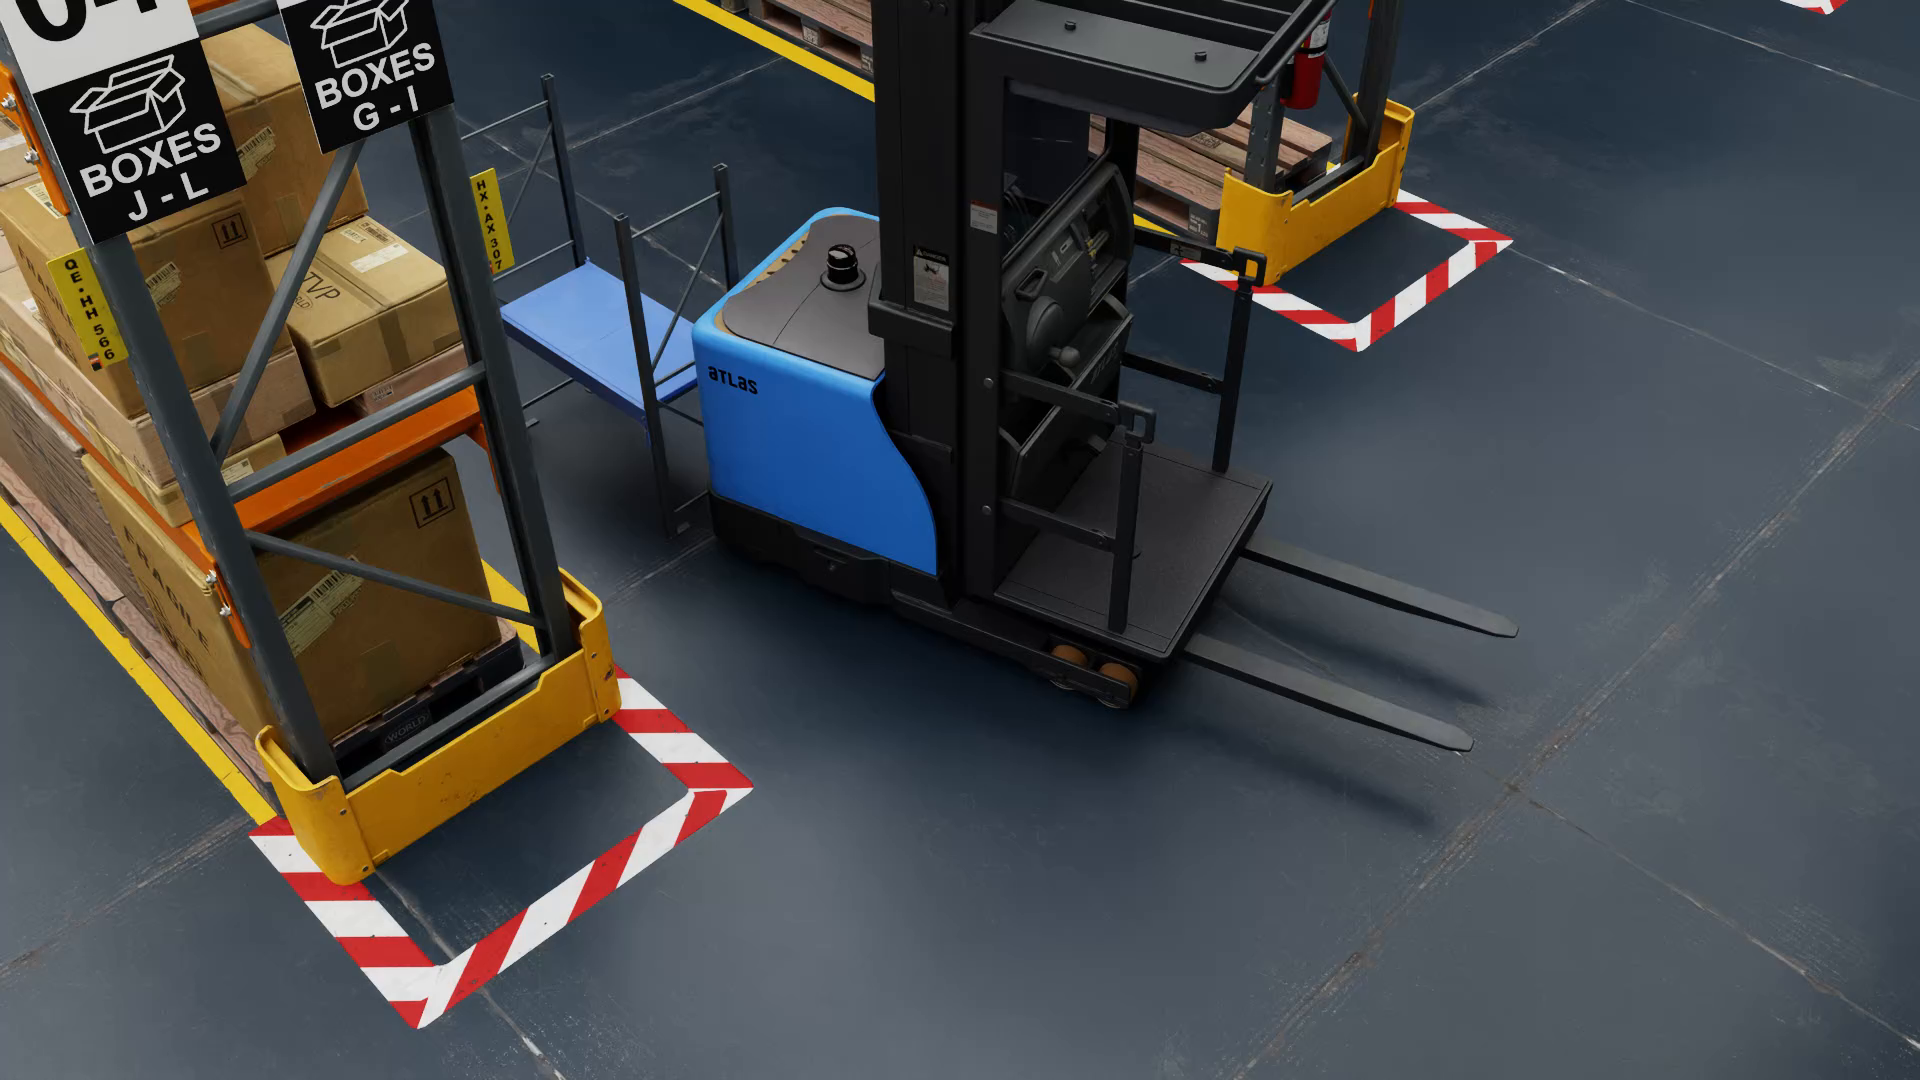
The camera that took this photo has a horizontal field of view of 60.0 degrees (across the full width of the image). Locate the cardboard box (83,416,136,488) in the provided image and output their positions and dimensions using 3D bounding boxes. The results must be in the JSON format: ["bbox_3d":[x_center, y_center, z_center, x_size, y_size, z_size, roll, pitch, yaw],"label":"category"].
[{"bbox_3d":[-2.434,-0.356,5.110,0.380,0.149,0.250,-34,52,-31],"label":"cardboard box"}]

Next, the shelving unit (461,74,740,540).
[{"bbox_3d":[-1.393,-0.914,6.634,1.048,1.500,0.538,32,51,30],"label":"shelving unit"}]

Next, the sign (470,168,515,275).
[{"bbox_3d":[-1.368,-0.921,4.840,0.100,0.325,0.005,-34,53,-31],"label":"sign"}]

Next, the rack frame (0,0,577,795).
[{"bbox_3d":[-1.765,-0.311,4.876,1.000,3.000,0.127,-34,53,-31],"label":"rack frame"}]

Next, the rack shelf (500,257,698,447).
[{"bbox_3d":[-1.393,-0.782,6.756,1.000,0.185,0.538,32,51,30],"label":"rack shelf"}]

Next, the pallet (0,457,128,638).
[{"bbox_3d":[-3.242,-0.220,6.832,1.003,0.211,1.213,-34,53,-31],"label":"pallet"}]

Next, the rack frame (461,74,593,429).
[{"bbox_3d":[-1.768,-1.147,6.886,0.032,1.500,0.500,32,51,30],"label":"rack frame"}]

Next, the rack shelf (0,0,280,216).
[{"bbox_3d":[-3.177,-2.109,5.142,1.077,0.370,4.000,-34,53,-31],"label":"rack shelf"}]

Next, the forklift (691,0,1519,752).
[{"bbox_3d":[0.552,-0.877,5.539,3.031,2.935,1.130,20,46,20],"label":"forklift"}]

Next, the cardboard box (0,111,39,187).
[{"bbox_3d":[-3.383,-1.208,5.738,0.500,0.250,0.500,-34,52,-31],"label":"cardboard box"}]

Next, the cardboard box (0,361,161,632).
[{"bbox_3d":[-2.916,-0.391,6.219,0.875,0.875,0.875,-34,53,-31],"label":"cardboard box"}]

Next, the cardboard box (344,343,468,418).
[{"bbox_3d":[-1.782,-0.547,5.317,0.380,0.149,0.250,-33,52,-31],"label":"cardboard box"}]

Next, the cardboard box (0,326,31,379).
[{"bbox_3d":[-2.972,-0.722,5.506,0.250,0.149,0.380,33,52,31],"label":"cardboard box"}]

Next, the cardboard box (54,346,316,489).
[{"bbox_3d":[-2.295,-0.471,4.941,0.500,0.250,0.500,33,52,31],"label":"cardboard box"}]

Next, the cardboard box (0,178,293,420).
[{"bbox_3d":[-2.295,-0.749,4.689,0.500,0.500,0.500,-33,52,-31],"label":"cardboard box"}]

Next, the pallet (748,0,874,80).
[{"bbox_3d":[-0.536,-3.248,10.109,1.003,0.211,1.213,-34,53,-31],"label":"pallet"}]

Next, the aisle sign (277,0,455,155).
[{"bbox_3d":[-1.502,-1.375,4.112,0.394,0.787,0.004,-34,53,-31],"label":"aisle sign"}]

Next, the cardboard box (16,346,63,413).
[{"bbox_3d":[-2.787,-0.598,5.372,0.380,0.149,0.250,-33,52,-31],"label":"cardboard box"}]

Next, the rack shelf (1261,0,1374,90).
[{"bbox_3d":[0.329,-3.382,8.729,1.077,0.370,4.000,-34,53,-31],"label":"rack shelf"}]

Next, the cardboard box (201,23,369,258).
[{"bbox_3d":[-2.266,-1.241,5.221,0.500,0.500,0.500,33,52,30],"label":"cardboard box"}]

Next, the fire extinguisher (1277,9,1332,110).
[{"bbox_3d":[1.526,-2.229,7.284,0.296,0.674,0.183,-34,53,-31],"label":"fire extinguisher"}]

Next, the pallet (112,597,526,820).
[{"bbox_3d":[-2.385,0.367,6.198,1.003,0.211,1.213,-34,53,-31],"label":"pallet"}]

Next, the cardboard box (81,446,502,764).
[{"bbox_3d":[-2.274,0.046,5.746,0.875,0.875,0.875,-34,53,-31],"label":"cardboard box"}]

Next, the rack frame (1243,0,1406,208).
[{"bbox_3d":[1.742,-2.685,7.445,1.000,3.000,0.127,-34,53,-31],"label":"rack frame"}]

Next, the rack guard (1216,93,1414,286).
[{"bbox_3d":[1.768,-1.761,8.288,1.175,0.500,0.348,-34,53,-31],"label":"rack guard"}]

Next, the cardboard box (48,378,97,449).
[{"bbox_3d":[-2.612,-0.478,5.242,0.380,0.149,0.250,-34,52,-31],"label":"cardboard box"}]

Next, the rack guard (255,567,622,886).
[{"bbox_3d":[-1.748,0.619,5.712,1.175,0.500,0.348,-34,53,-31],"label":"rack guard"}]

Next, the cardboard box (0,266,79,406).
[{"bbox_3d":[-2.653,-0.715,5.205,0.500,0.250,0.500,33,52,31],"label":"cardboard box"}]

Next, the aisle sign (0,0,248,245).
[{"bbox_3d":[-1.927,-1.087,3.801,0.394,0.787,0.004,-34,53,-31],"label":"aisle sign"}]

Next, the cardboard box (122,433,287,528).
[{"bbox_3d":[-2.250,-0.232,4.976,0.380,0.149,0.250,-33,52,-31],"label":"cardboard box"}]

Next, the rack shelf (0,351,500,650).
[{"bbox_3d":[-3.177,-1.008,6.160,1.077,0.370,4.000,-34,53,-31],"label":"rack shelf"}]

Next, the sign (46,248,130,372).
[{"bbox_3d":[-2.159,-0.570,4.129,0.100,0.325,0.005,-34,53,-31],"label":"sign"}]

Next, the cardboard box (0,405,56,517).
[{"bbox_3d":[-3.545,-0.819,6.682,0.875,0.875,0.875,-34,53,-31],"label":"cardboard box"}]

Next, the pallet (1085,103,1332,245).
[{"bbox_3d":[1.187,-2.075,8.841,1.003,0.211,1.213,-34,53,-31],"label":"pallet"}]

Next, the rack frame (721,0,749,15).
[{"bbox_3d":[-1.083,-4.607,9.525,1.000,3.000,0.127,-34,53,-31],"label":"rack frame"}]

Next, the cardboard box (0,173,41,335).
[{"bbox_3d":[-3.013,-0.959,5.469,0.500,0.250,0.500,32,52,30],"label":"cardboard box"}]

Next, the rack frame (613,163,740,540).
[{"bbox_3d":[-1.018,-0.681,6.382,0.032,1.500,0.500,32,51,30],"label":"rack frame"}]

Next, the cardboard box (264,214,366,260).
[{"bbox_3d":[-2.285,-0.972,5.483,0.500,0.250,0.500,34,52,31],"label":"cardboard box"}]

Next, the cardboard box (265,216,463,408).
[{"bbox_3d":[-1.913,-0.725,5.216,0.500,0.250,0.500,33,52,30],"label":"cardboard box"}]
